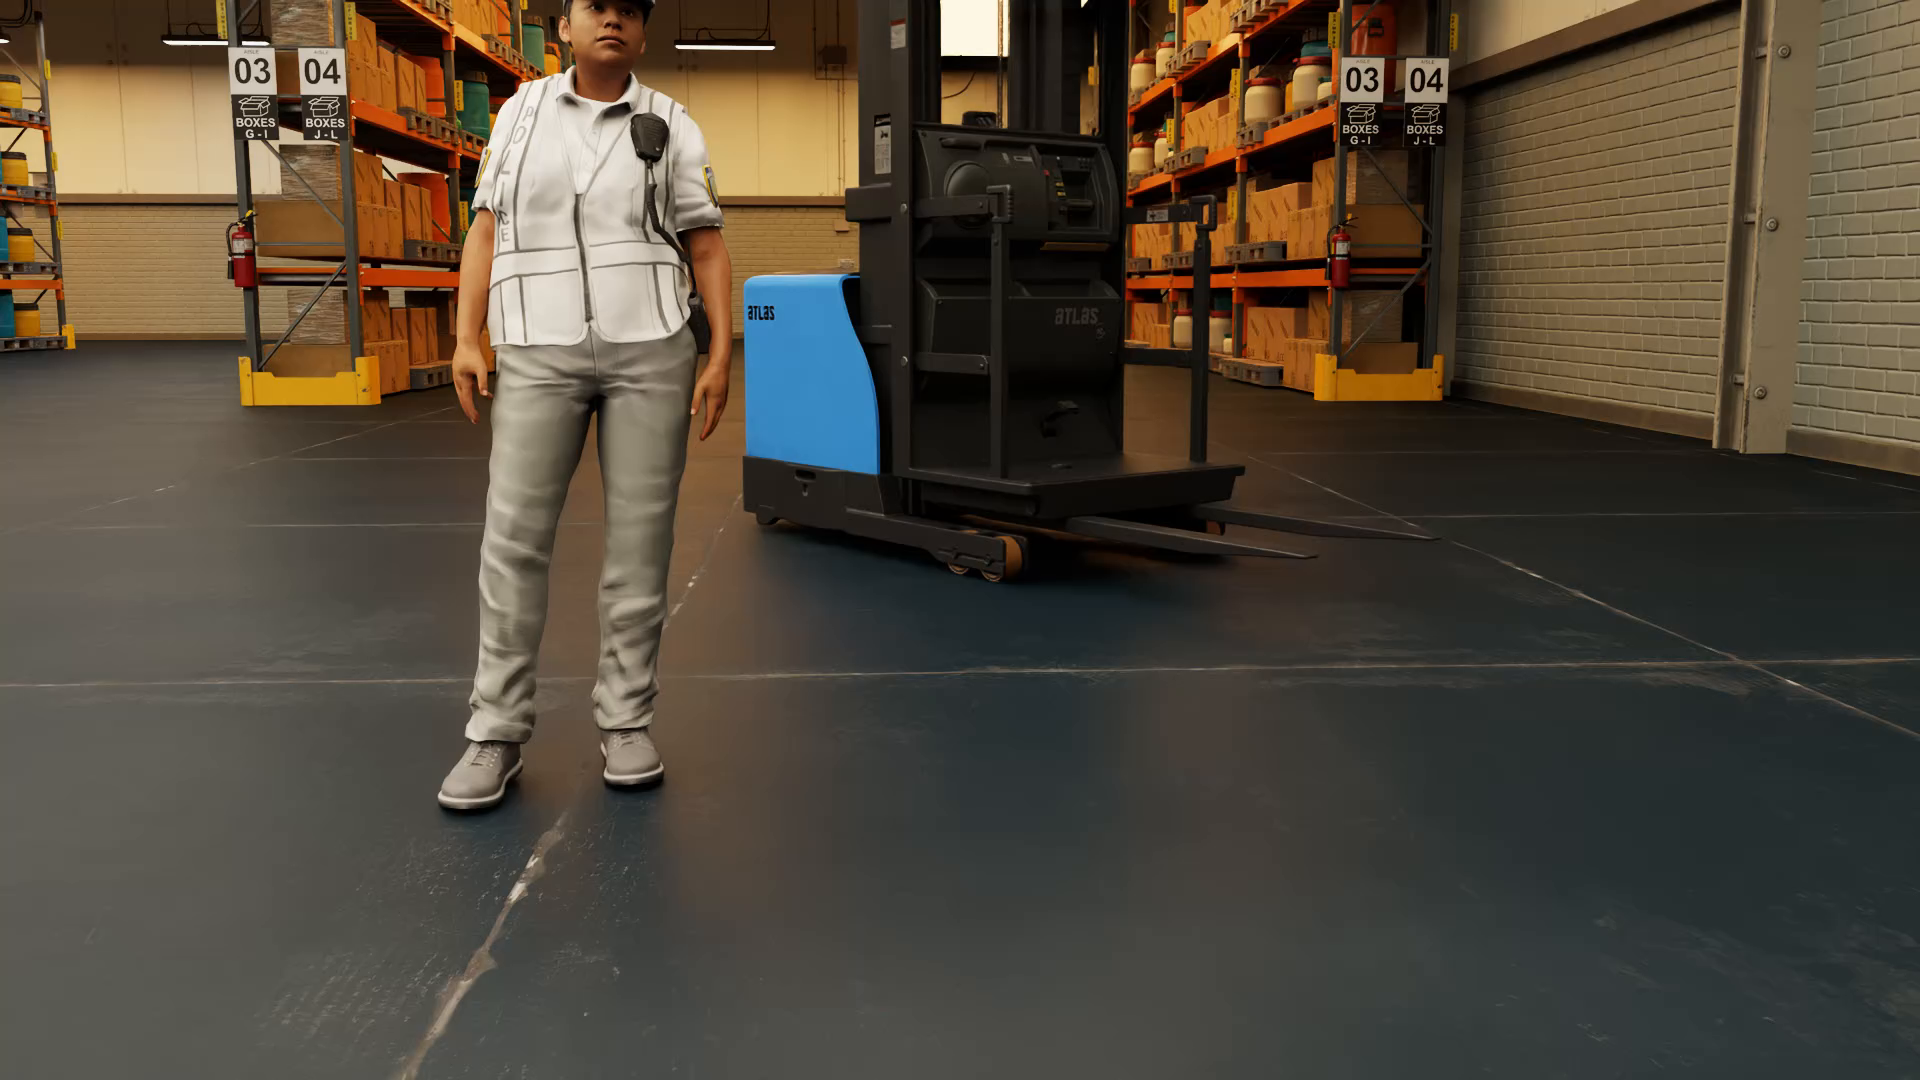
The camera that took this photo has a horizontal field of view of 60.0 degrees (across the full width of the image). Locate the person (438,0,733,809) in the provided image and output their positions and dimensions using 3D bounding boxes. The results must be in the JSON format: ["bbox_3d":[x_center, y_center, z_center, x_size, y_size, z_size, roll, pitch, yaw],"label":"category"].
[{"bbox_3d":[-0.759,-0.340,3.375,0.598,1.670,0.530,-1,9,-9],"label":"person"}]

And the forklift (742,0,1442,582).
[{"bbox_3d":[0.364,-1.384,6.149,1.130,2.935,3.031,-7,11,-37],"label":"forklift"}]
